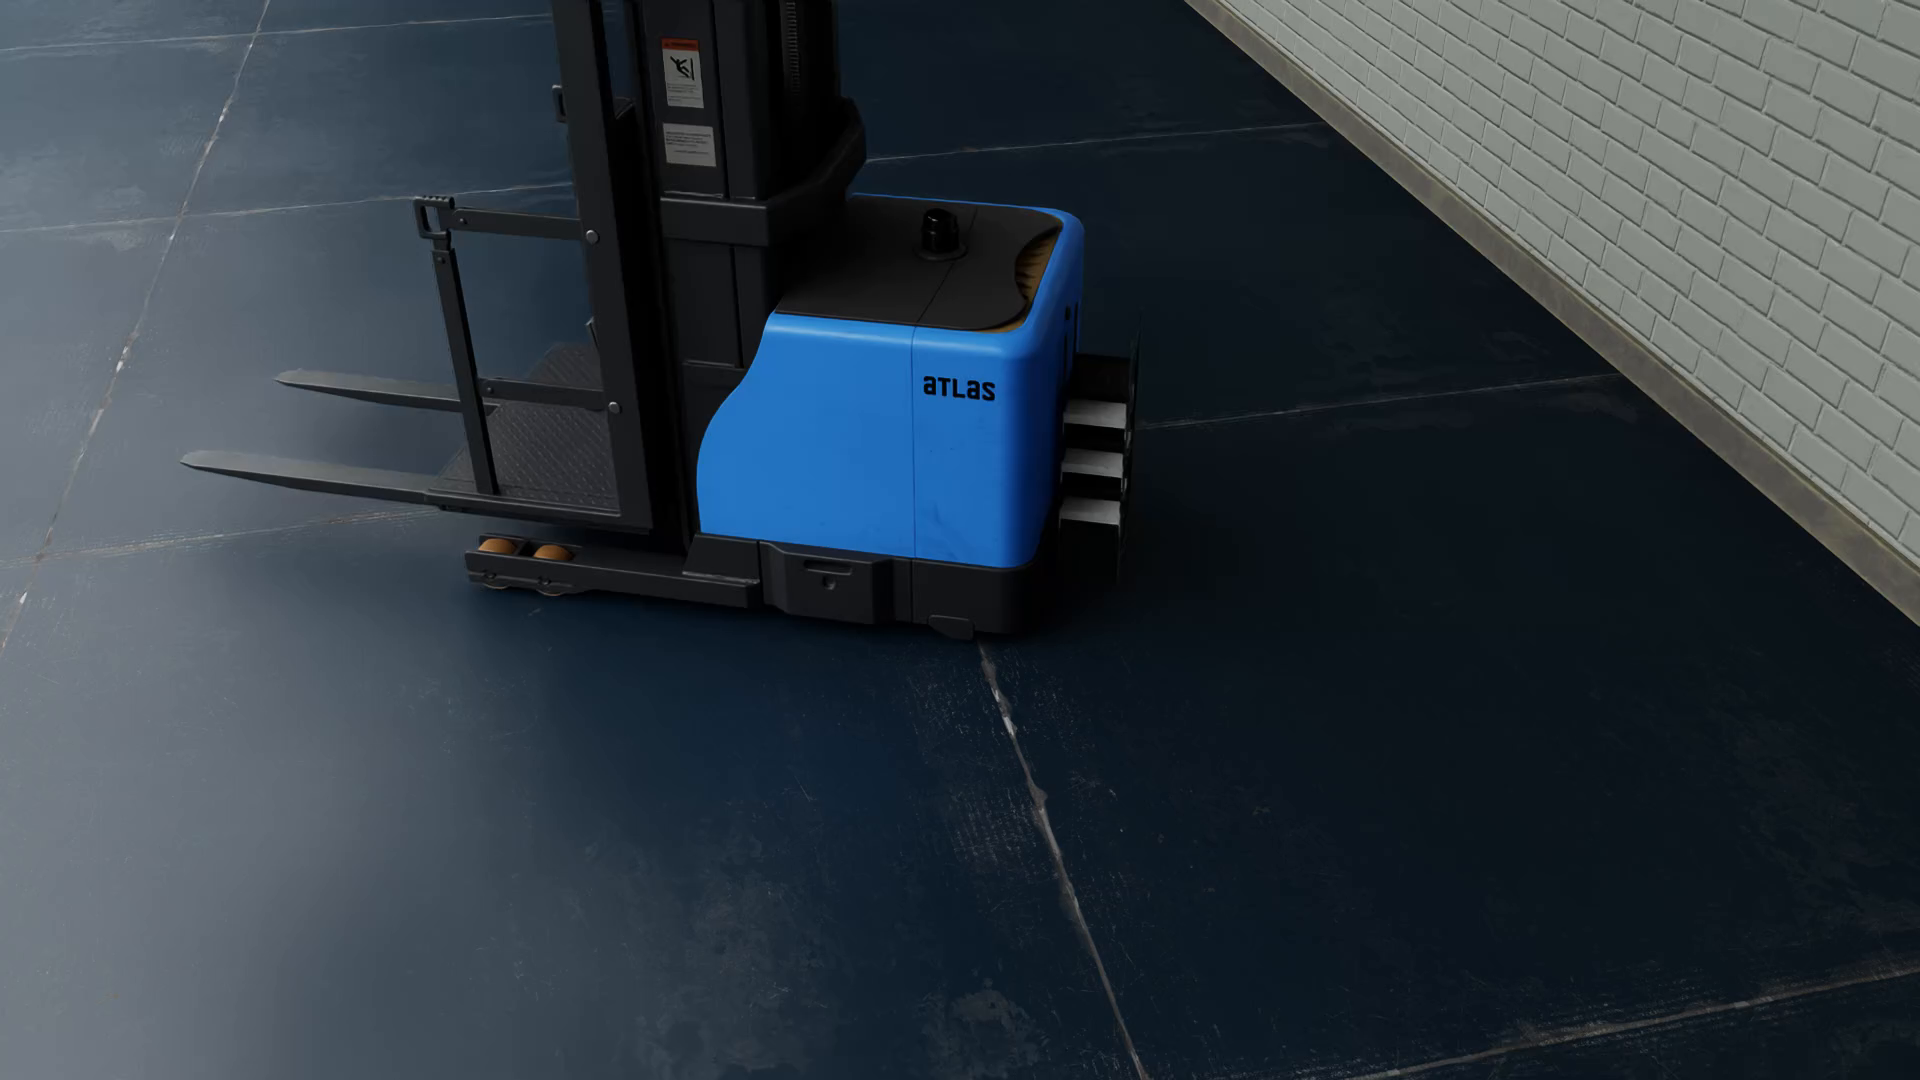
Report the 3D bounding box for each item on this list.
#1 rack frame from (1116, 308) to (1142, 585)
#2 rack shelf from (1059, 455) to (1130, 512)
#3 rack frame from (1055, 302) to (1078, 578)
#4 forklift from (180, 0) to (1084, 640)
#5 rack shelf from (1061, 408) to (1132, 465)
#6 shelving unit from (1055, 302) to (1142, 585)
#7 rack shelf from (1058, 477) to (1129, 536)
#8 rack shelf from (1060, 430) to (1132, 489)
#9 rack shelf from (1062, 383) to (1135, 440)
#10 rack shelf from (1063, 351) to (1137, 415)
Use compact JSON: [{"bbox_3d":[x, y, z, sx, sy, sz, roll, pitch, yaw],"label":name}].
[{"bbox_3d":[0.545,-0.290,5.374,0.006,0.900,0.240,7,34,10],"label":"rack frame"},{"bbox_3d":[0.446,-0.199,5.460,0.200,0.077,0.258,7,34,10],"label":"rack shelf"},{"bbox_3d":[0.346,-0.313,5.409,0.006,0.900,0.240,7,34,10],"label":"rack frame"},{"bbox_3d":[-1.153,-1.312,5.075,3.031,2.935,1.130,7,34,10],"label":"forklift"},{"bbox_3d":[0.446,-0.349,5.360,0.200,0.077,0.258,7,34,10],"label":"rack shelf"},{"bbox_3d":[0.446,-0.302,5.392,0.210,0.900,0.258,7,34,10],"label":"shelving unit"},{"bbox_3d":[0.446,-0.124,5.511,0.200,0.077,0.258,7,34,10],"label":"rack shelf"},{"bbox_3d":[0.446,-0.274,5.410,0.200,0.077,0.258,7,34,10],"label":"rack shelf"},{"bbox_3d":[0.446,-0.423,5.310,0.200,0.077,0.258,7,34,10],"label":"rack shelf"},{"bbox_3d":[0.446,-0.498,5.260,0.200,0.077,0.258,7,34,10],"label":"rack shelf"}]
